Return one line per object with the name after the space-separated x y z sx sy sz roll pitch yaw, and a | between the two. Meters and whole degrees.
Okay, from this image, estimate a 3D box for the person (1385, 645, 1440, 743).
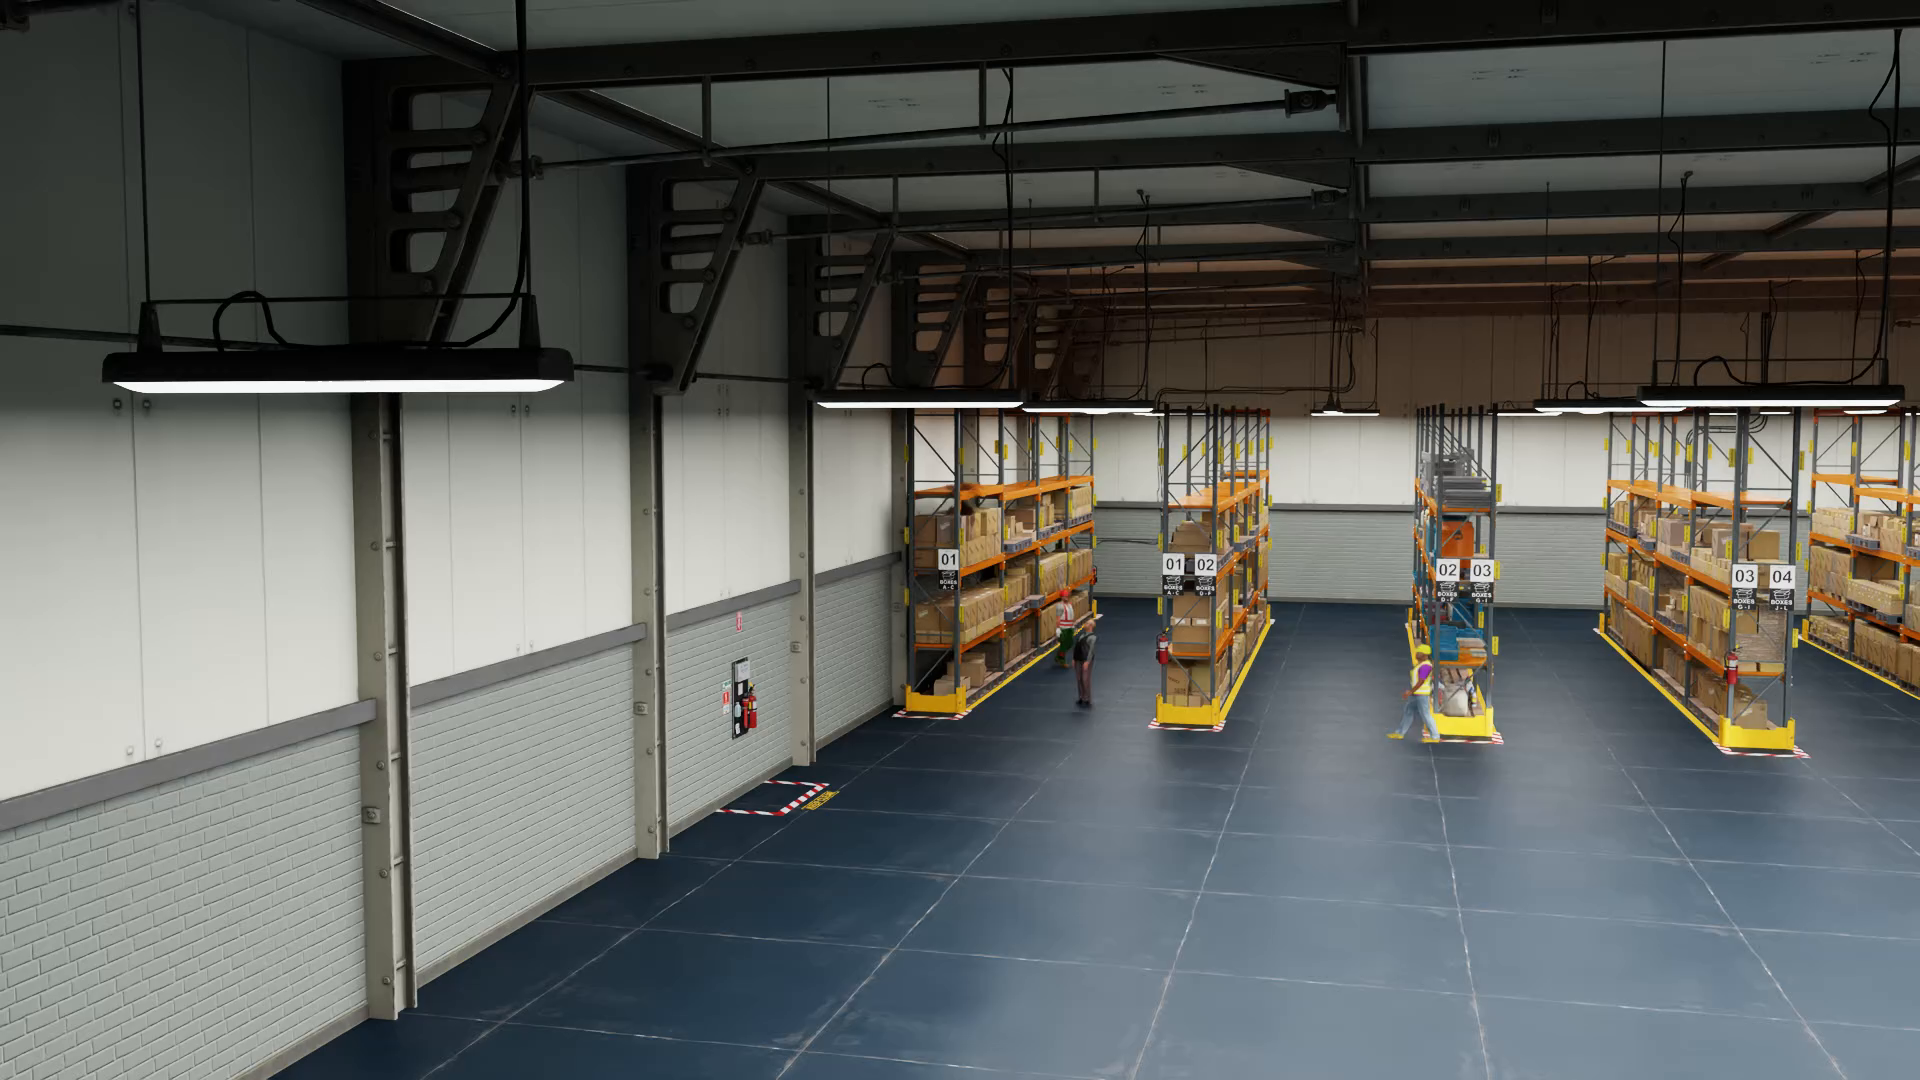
8.007 2.701 29.340 0.906 1.723 0.603 1 4 10 | person

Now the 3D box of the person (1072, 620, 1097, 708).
2.445 2.473 33.318 0.557 1.741 0.587 -4 6 -43 | person

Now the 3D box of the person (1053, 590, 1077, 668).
2.380 2.036 38.366 0.507 1.791 0.624 3 5 37 | person
